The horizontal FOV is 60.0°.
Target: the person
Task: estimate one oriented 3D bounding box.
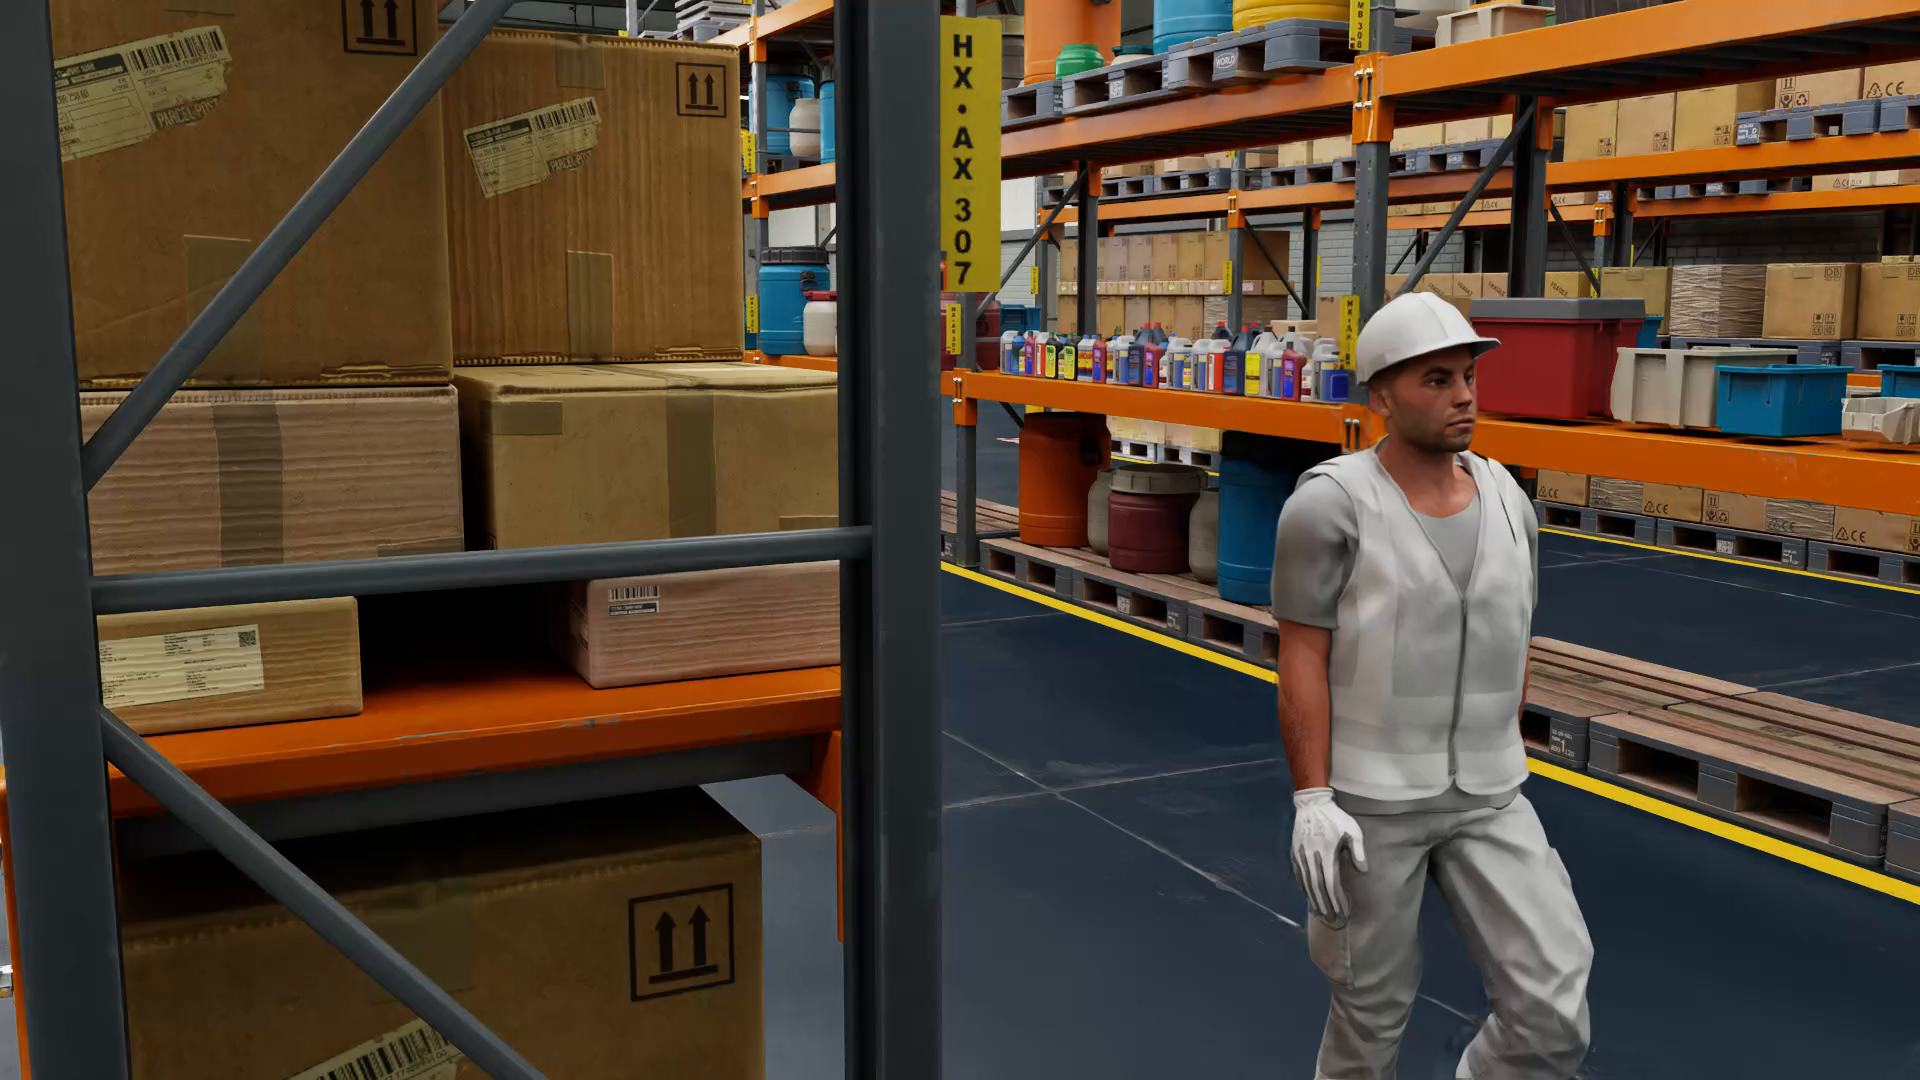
[{"bbox_3d":[0.811,0.483,2.904,0.553,1.814,0.481,-2,9,-13],"label":"person"}]
